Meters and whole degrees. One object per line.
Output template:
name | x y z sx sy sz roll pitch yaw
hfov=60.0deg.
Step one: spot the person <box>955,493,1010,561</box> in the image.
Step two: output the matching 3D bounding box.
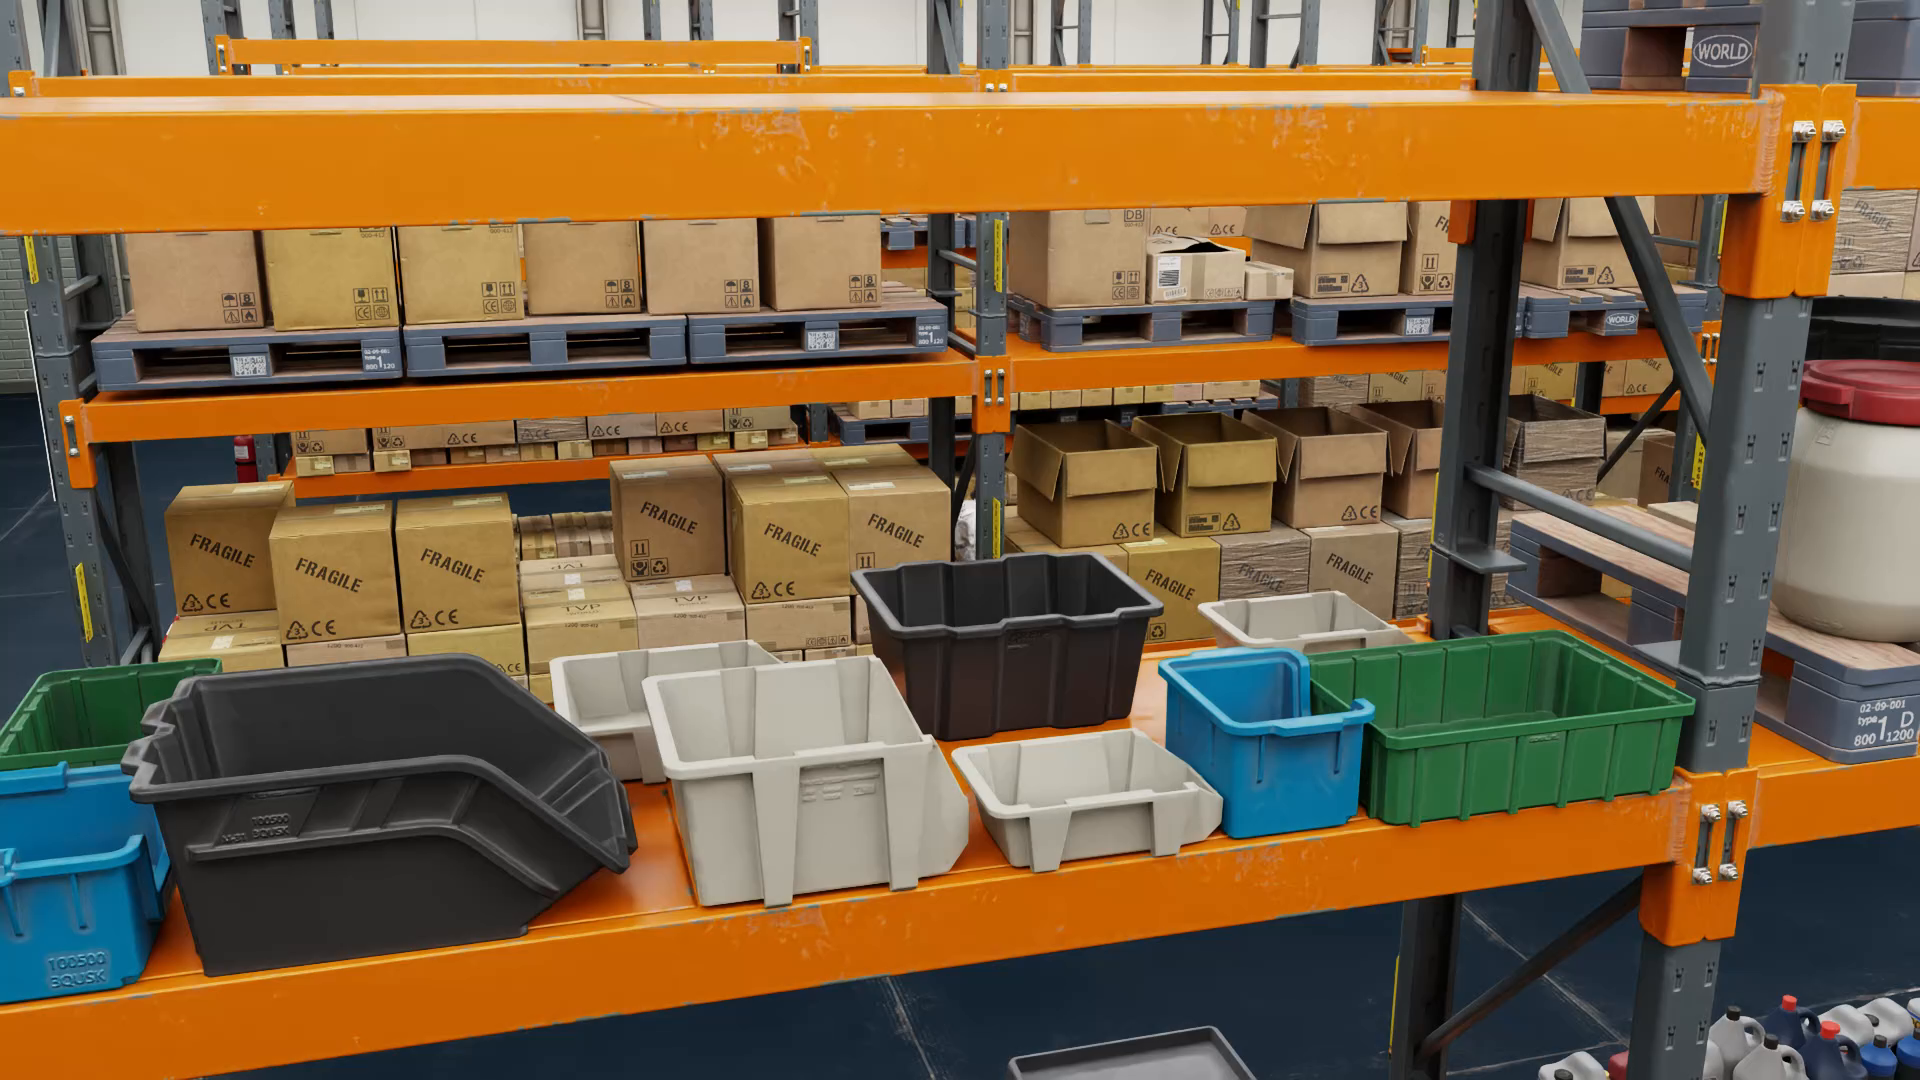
person | -0.014 0.172 12.319 0.796 1.180 0.522 -5 17 -16
